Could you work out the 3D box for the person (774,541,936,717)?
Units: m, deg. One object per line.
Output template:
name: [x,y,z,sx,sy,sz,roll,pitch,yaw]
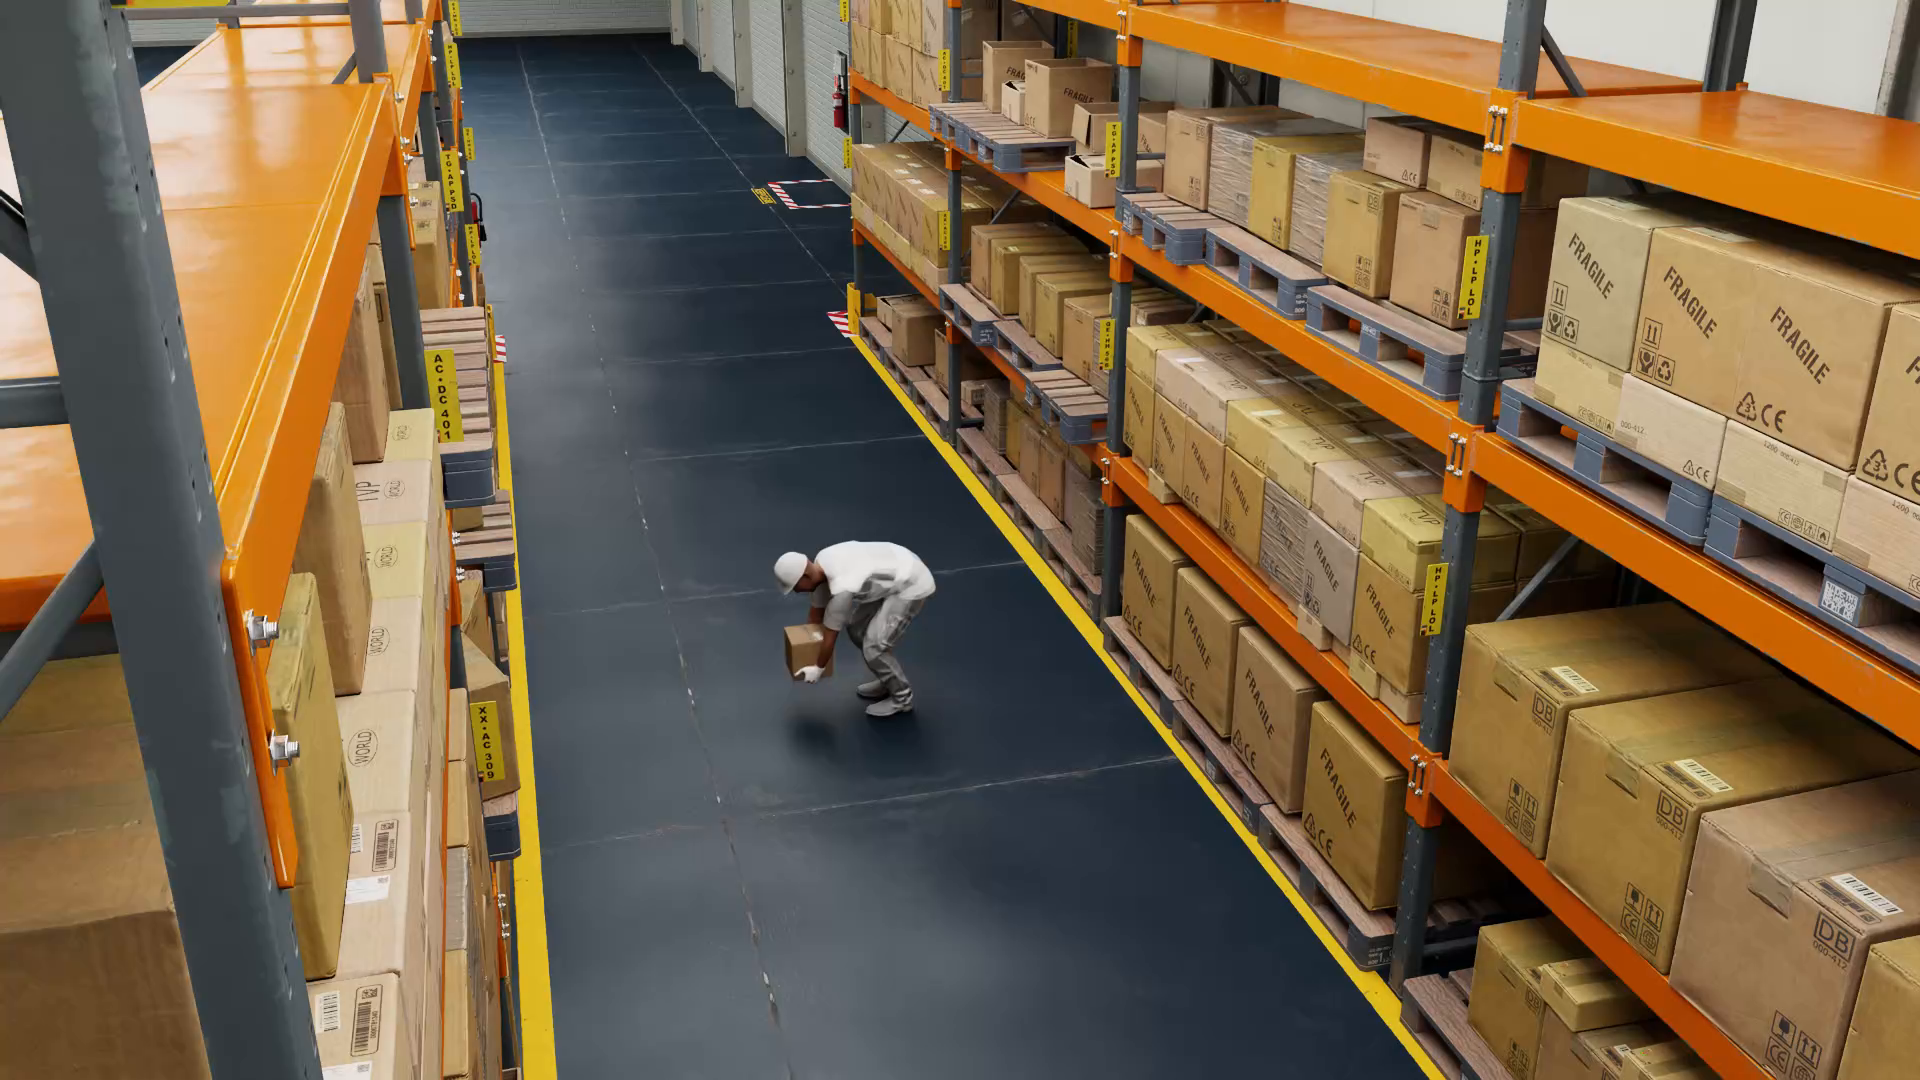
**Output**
person: [-0.638,0.537,10.167,0.976,1.100,0.532,-7,24,-17]
